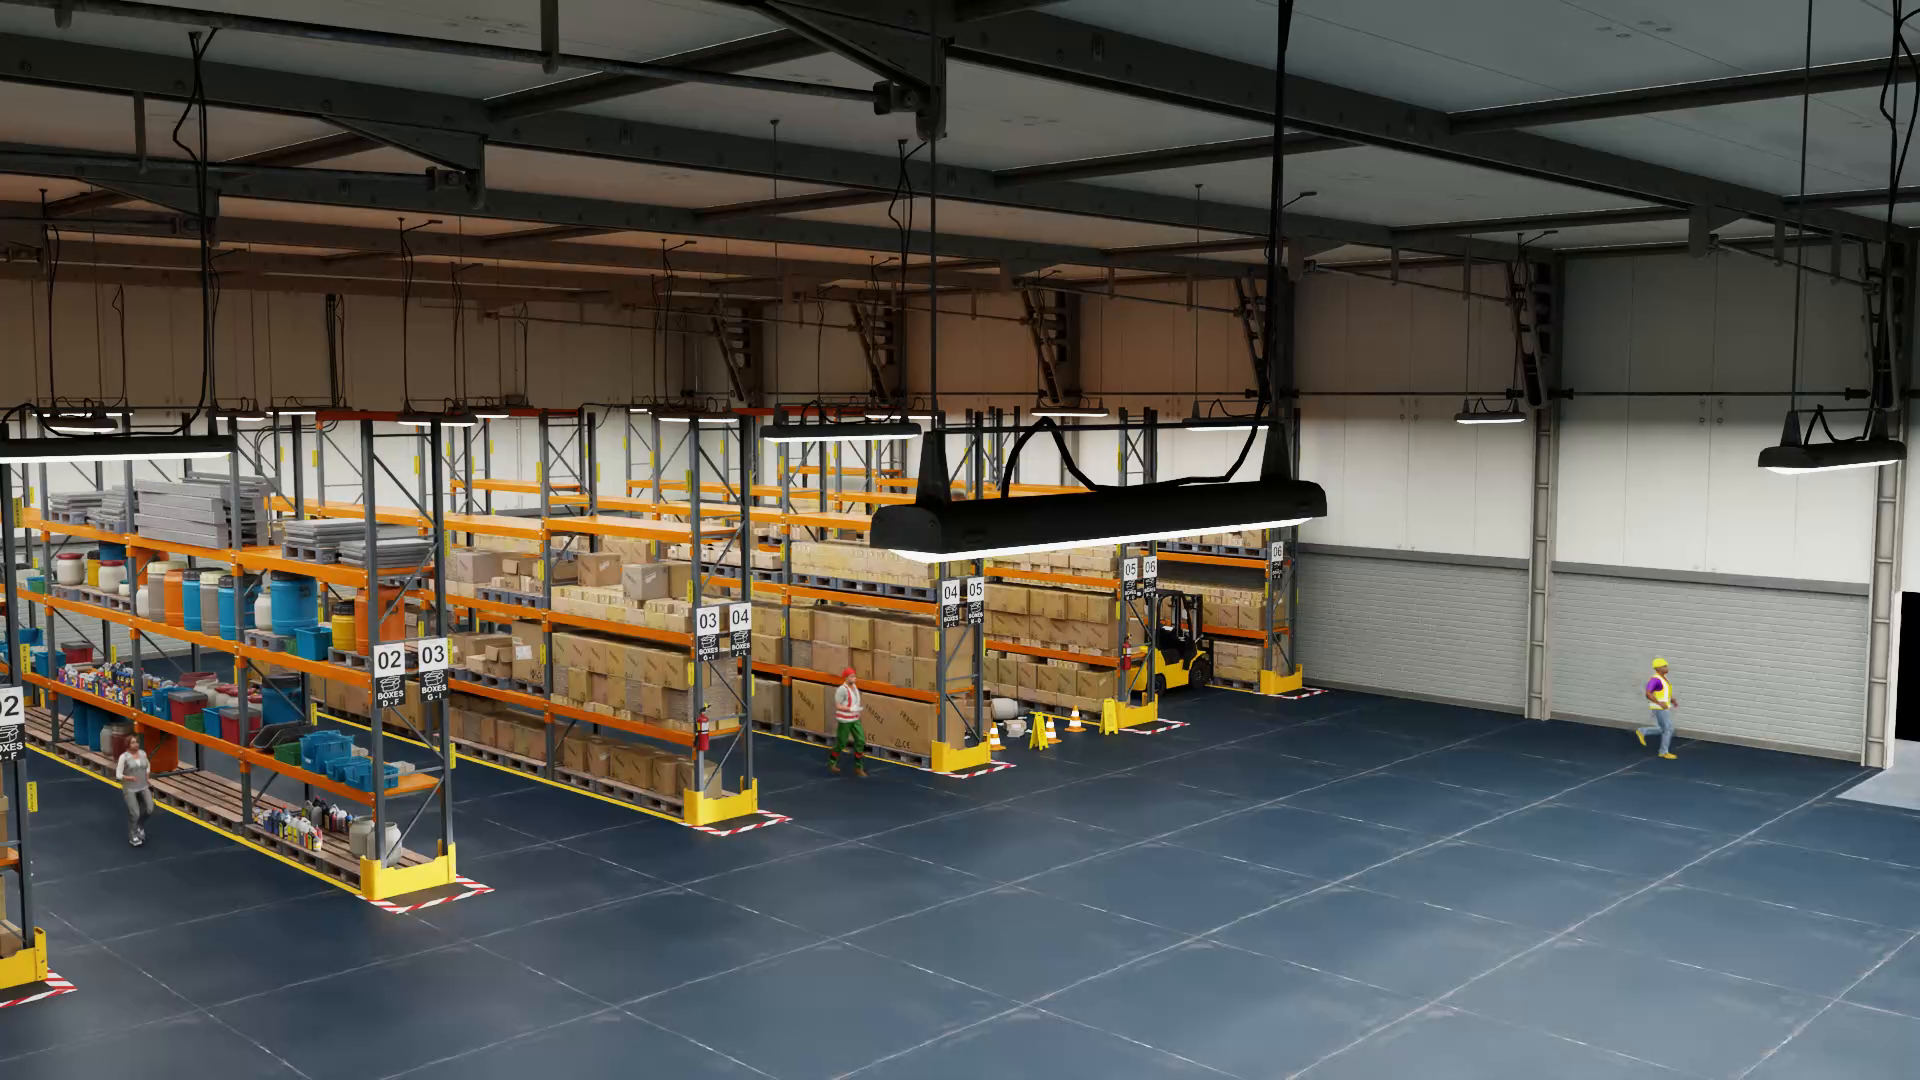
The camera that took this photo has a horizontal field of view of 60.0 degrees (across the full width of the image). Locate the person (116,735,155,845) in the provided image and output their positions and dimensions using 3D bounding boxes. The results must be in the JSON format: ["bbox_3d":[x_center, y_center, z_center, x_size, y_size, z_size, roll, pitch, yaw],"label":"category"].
[{"bbox_3d":[-11.448,3.491,23.168,0.537,1.558,0.524,4,7,40],"label":"person"}]

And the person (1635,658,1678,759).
[{"bbox_3d":[12.126,2.917,28.925,0.722,1.737,0.701,3,6,33],"label":"person"}]

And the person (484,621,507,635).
[{"bbox_3d":[-11.443,1.888,40.868,0.619,1.651,0.611,5,7,42],"label":"person"}]

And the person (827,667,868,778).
[{"bbox_3d":[-1.845,3.020,27.432,0.781,1.863,0.686,4,6,36],"label":"person"}]
